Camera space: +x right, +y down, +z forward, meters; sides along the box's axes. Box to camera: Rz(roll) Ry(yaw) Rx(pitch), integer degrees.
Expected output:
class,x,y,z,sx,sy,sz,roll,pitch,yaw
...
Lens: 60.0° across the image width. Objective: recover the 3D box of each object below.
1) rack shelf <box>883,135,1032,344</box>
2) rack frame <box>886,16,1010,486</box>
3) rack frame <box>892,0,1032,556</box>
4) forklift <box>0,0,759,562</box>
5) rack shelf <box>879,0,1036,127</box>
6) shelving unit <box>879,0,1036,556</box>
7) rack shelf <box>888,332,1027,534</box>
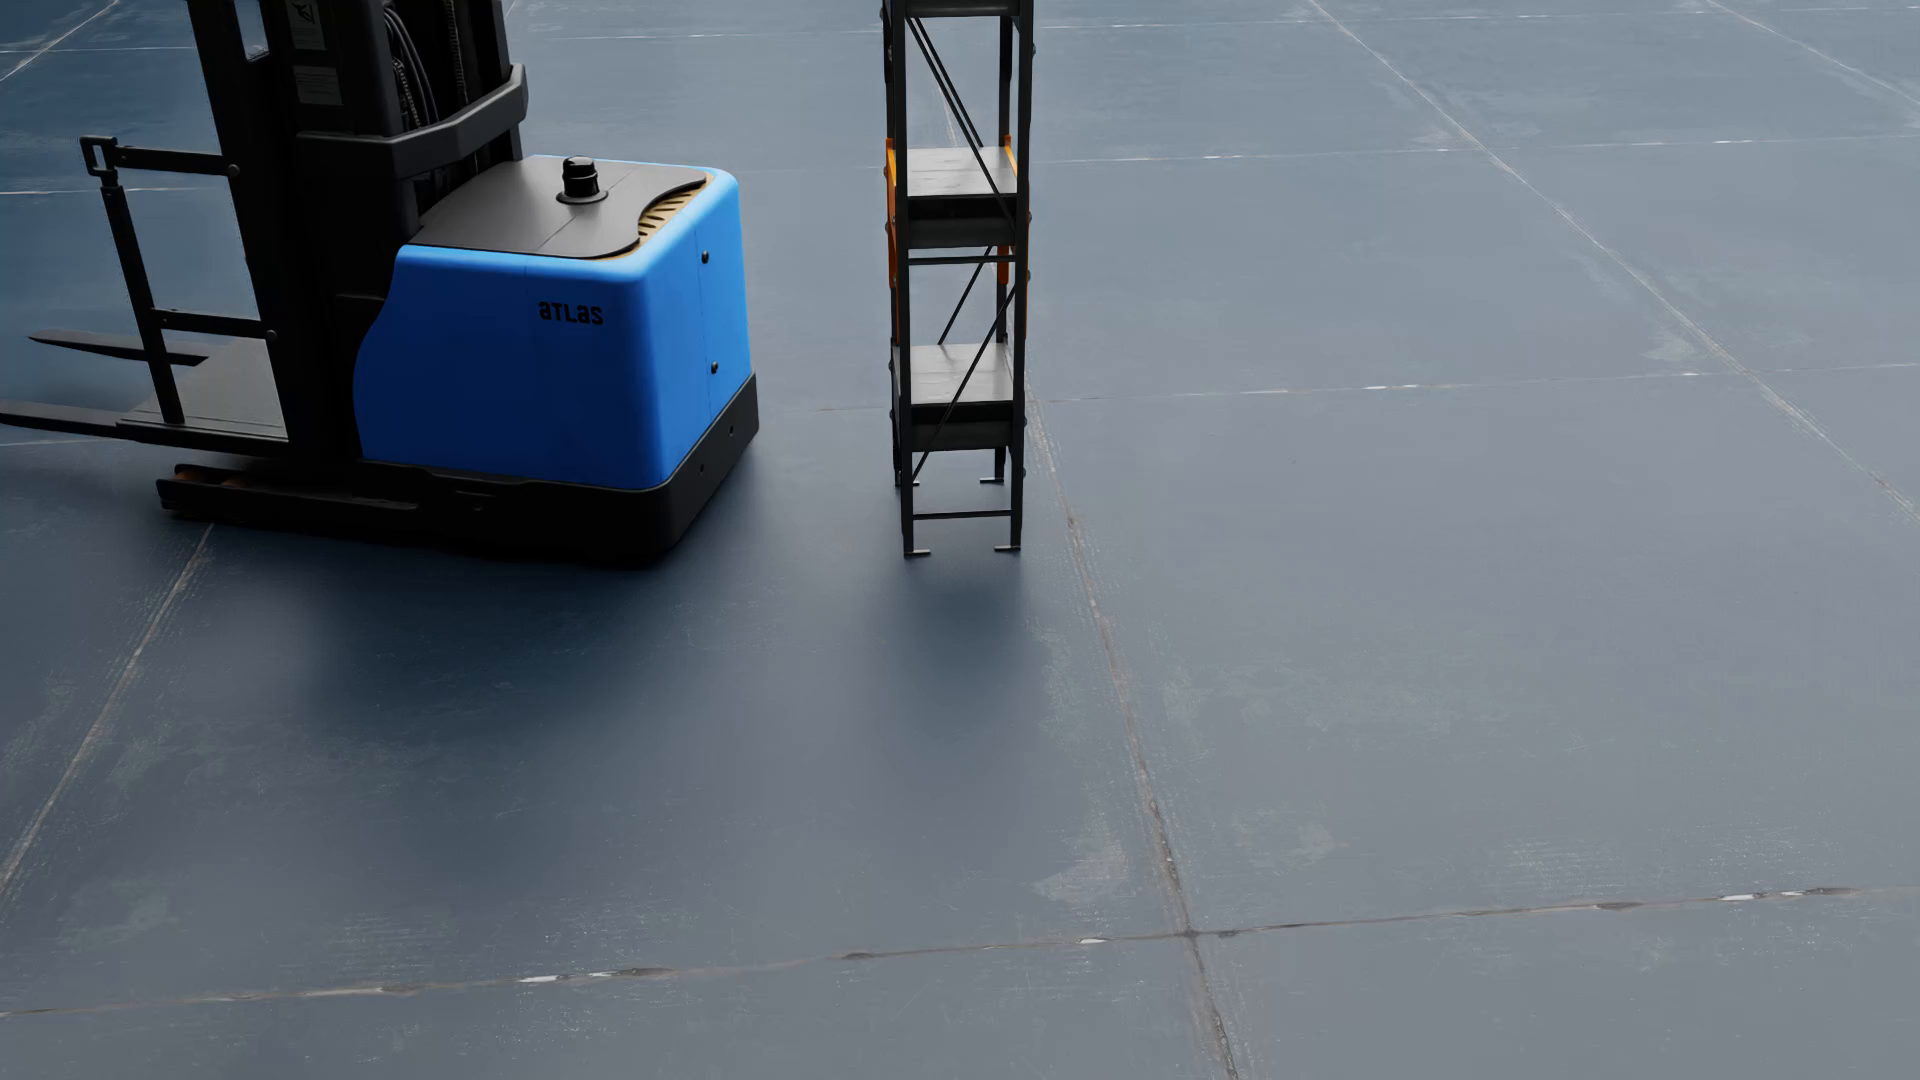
class,x,y,z,sx,sy,sz,roll,pitch,yaw
rack shelf,-0.015,-0.974,5.360,0.431,0.518,0.480,-3,31,-5
rack frame,-0.038,-1.111,5.562,0.400,2.100,0.015,-3,31,-5
rack frame,0.007,-0.861,5.144,0.400,2.100,0.015,-3,31,-5
forklift,-2.335,-1.572,5.524,3.031,2.935,1.130,7,32,11
rack shelf,-0.015,-1.575,5.001,0.431,0.518,0.480,-3,31,-5
shelving unit,-0.015,-0.986,5.353,0.431,2.100,0.503,-3,31,-5
rack shelf,-0.015,-0.373,5.719,0.431,0.518,0.480,-3,31,-5
